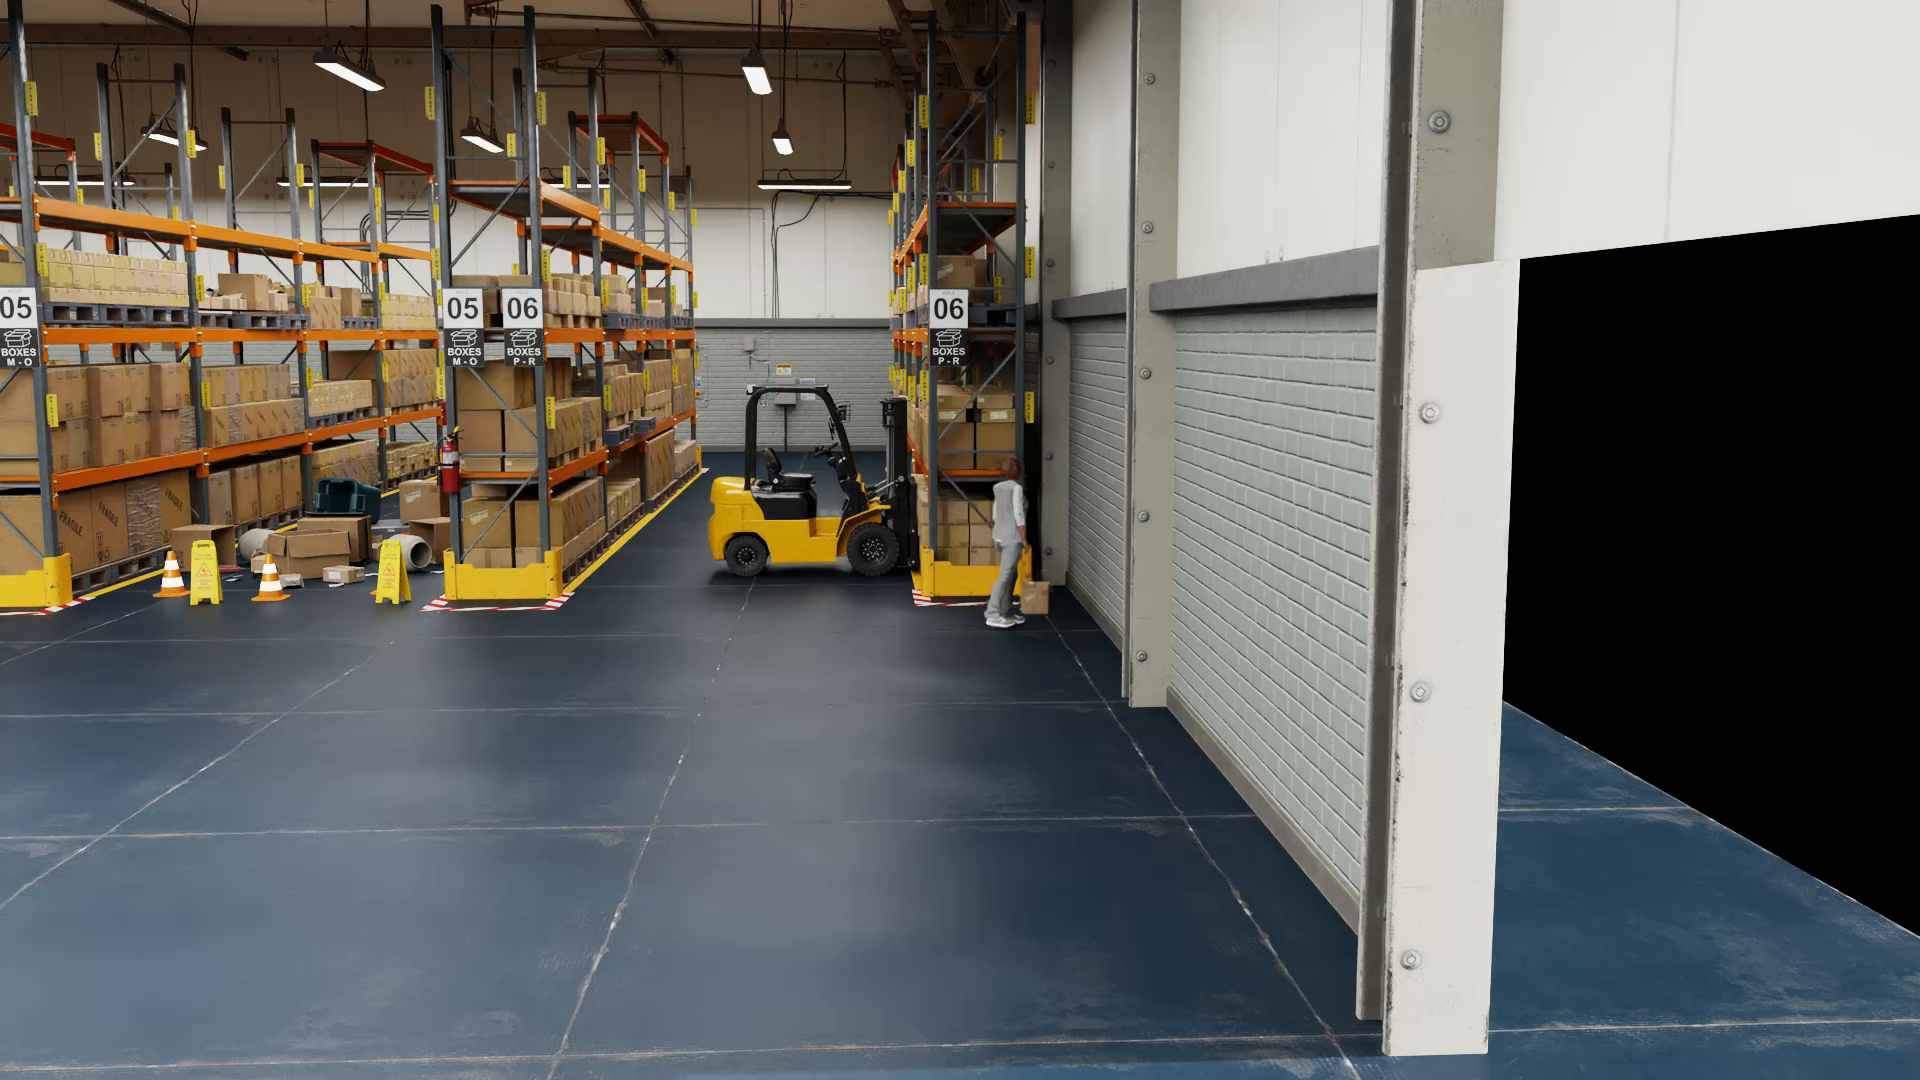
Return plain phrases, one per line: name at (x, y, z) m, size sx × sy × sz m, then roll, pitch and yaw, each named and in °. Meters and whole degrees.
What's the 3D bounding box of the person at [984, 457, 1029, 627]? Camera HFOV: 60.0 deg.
person at (0.427, 0.020, 15.651) m, size 0.506 × 1.587 × 0.452 m, roll -4°, pitch 8°, yaw -31°
